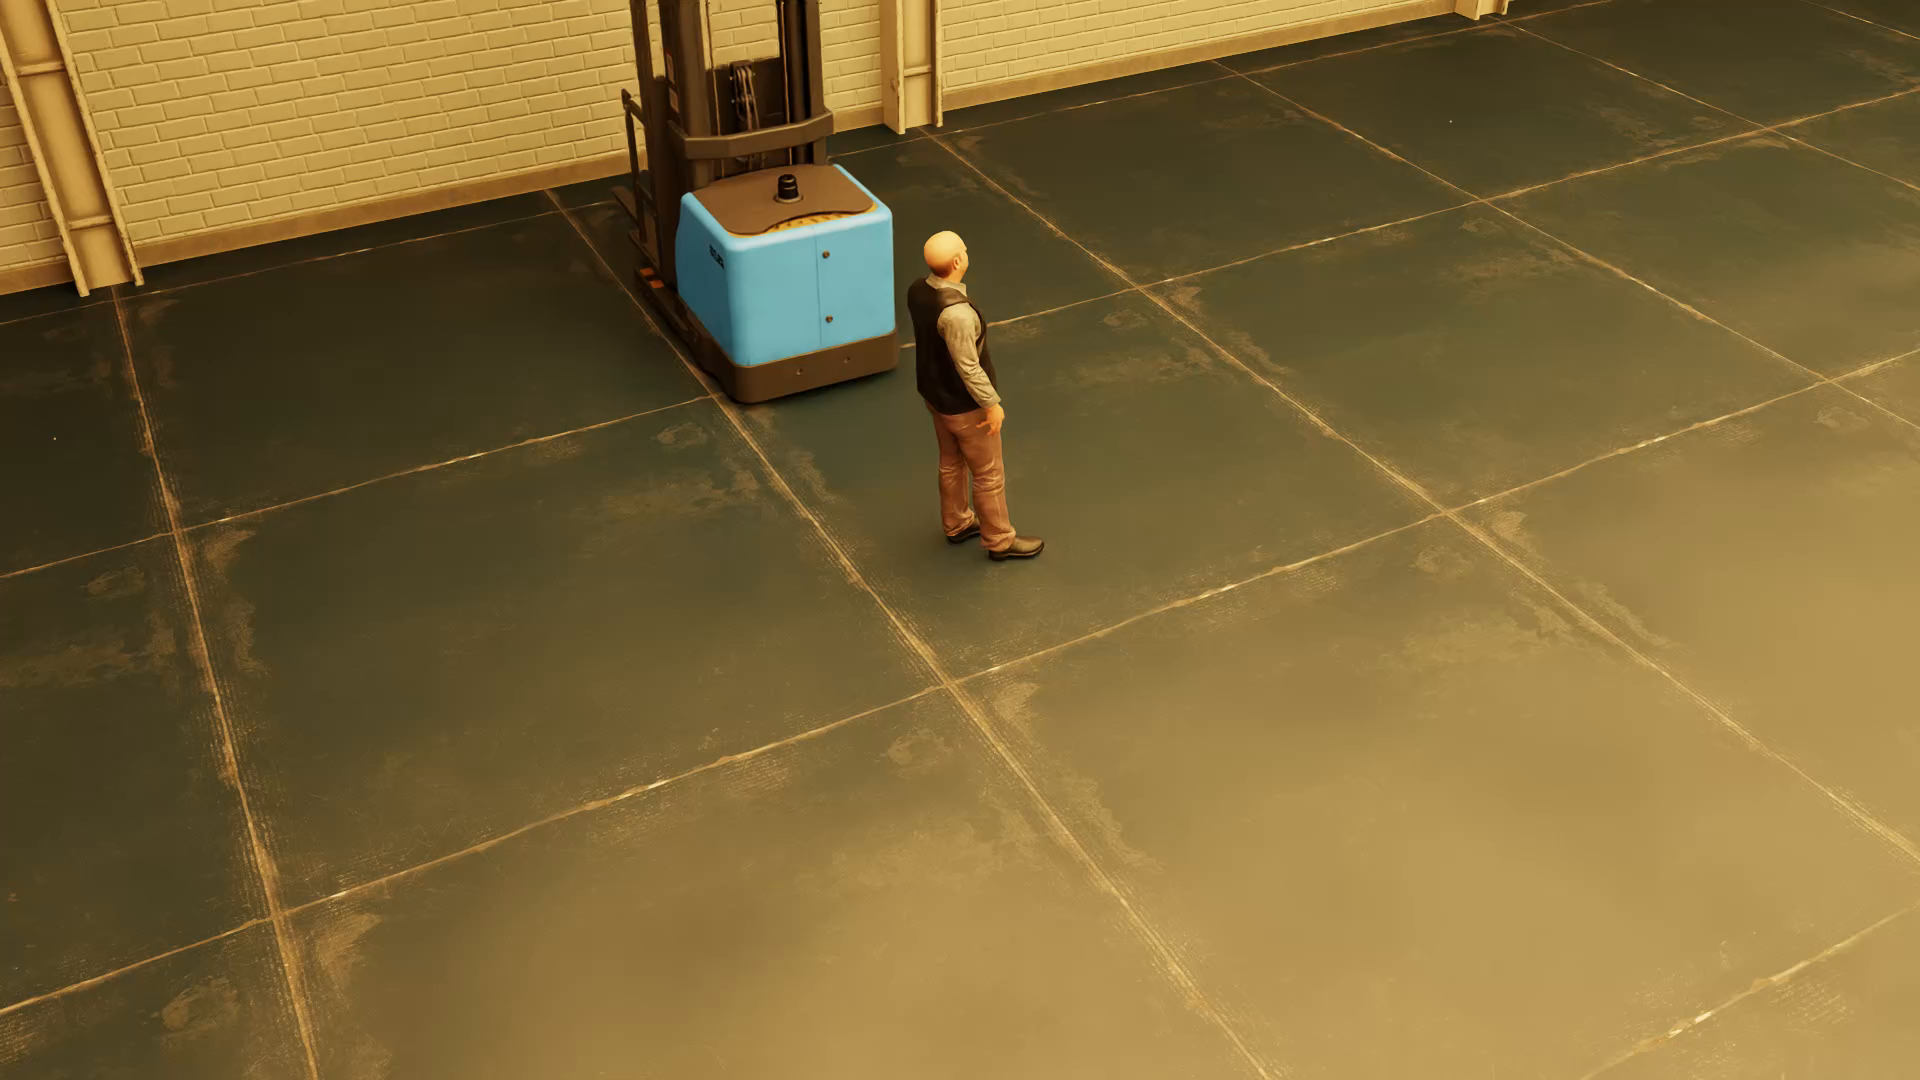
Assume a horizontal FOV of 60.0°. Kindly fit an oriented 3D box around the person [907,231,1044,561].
[{"bbox_3d":[0.059,-0.722,8.180,0.566,1.722,0.633,-17,39,-23],"label":"person"}]

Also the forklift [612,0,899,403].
[{"bbox_3d":[-1.487,-2.828,10.124,1.130,2.935,3.031,-16,38,-22],"label":"forklift"}]
